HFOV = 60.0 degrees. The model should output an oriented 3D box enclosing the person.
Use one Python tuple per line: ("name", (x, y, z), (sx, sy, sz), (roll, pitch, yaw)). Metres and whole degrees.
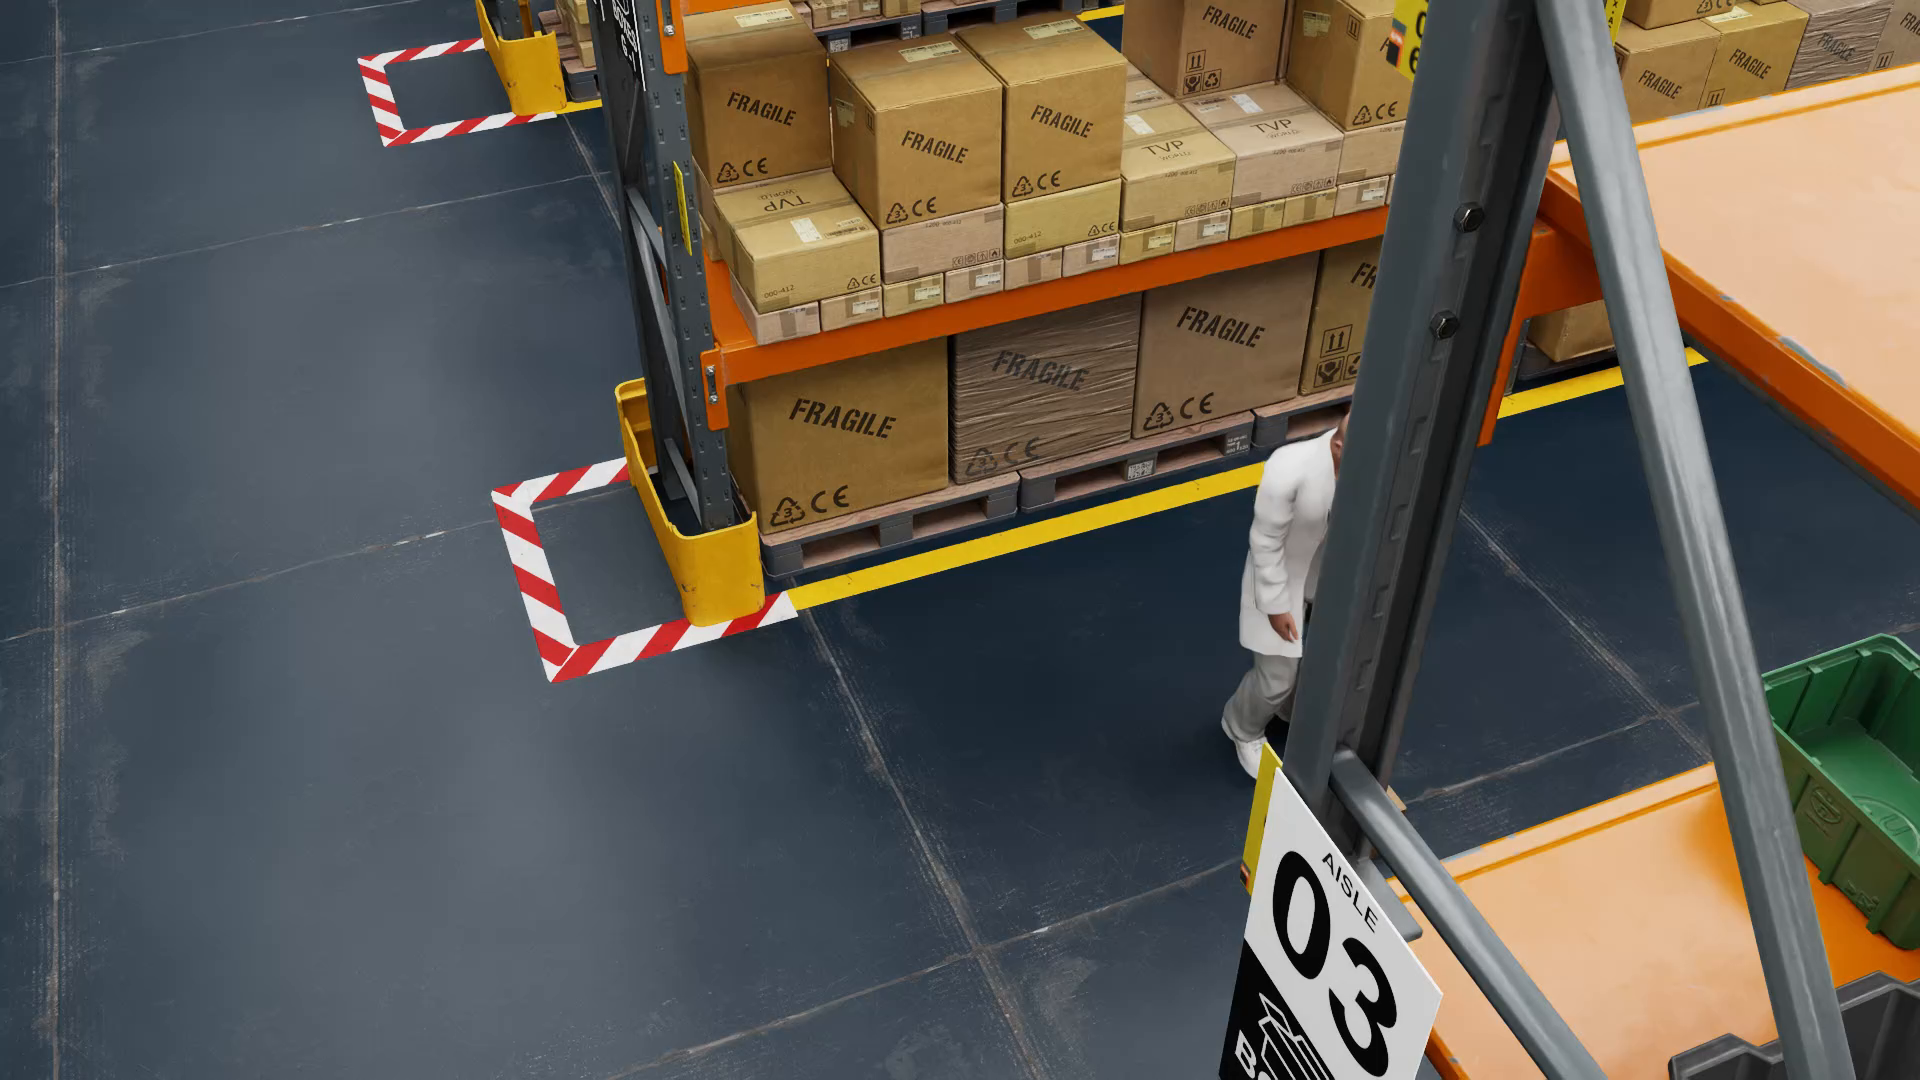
("person", (1.292, 0.157, 6.057), (0.599, 1.702, 0.459), (-14, 43, -16))
